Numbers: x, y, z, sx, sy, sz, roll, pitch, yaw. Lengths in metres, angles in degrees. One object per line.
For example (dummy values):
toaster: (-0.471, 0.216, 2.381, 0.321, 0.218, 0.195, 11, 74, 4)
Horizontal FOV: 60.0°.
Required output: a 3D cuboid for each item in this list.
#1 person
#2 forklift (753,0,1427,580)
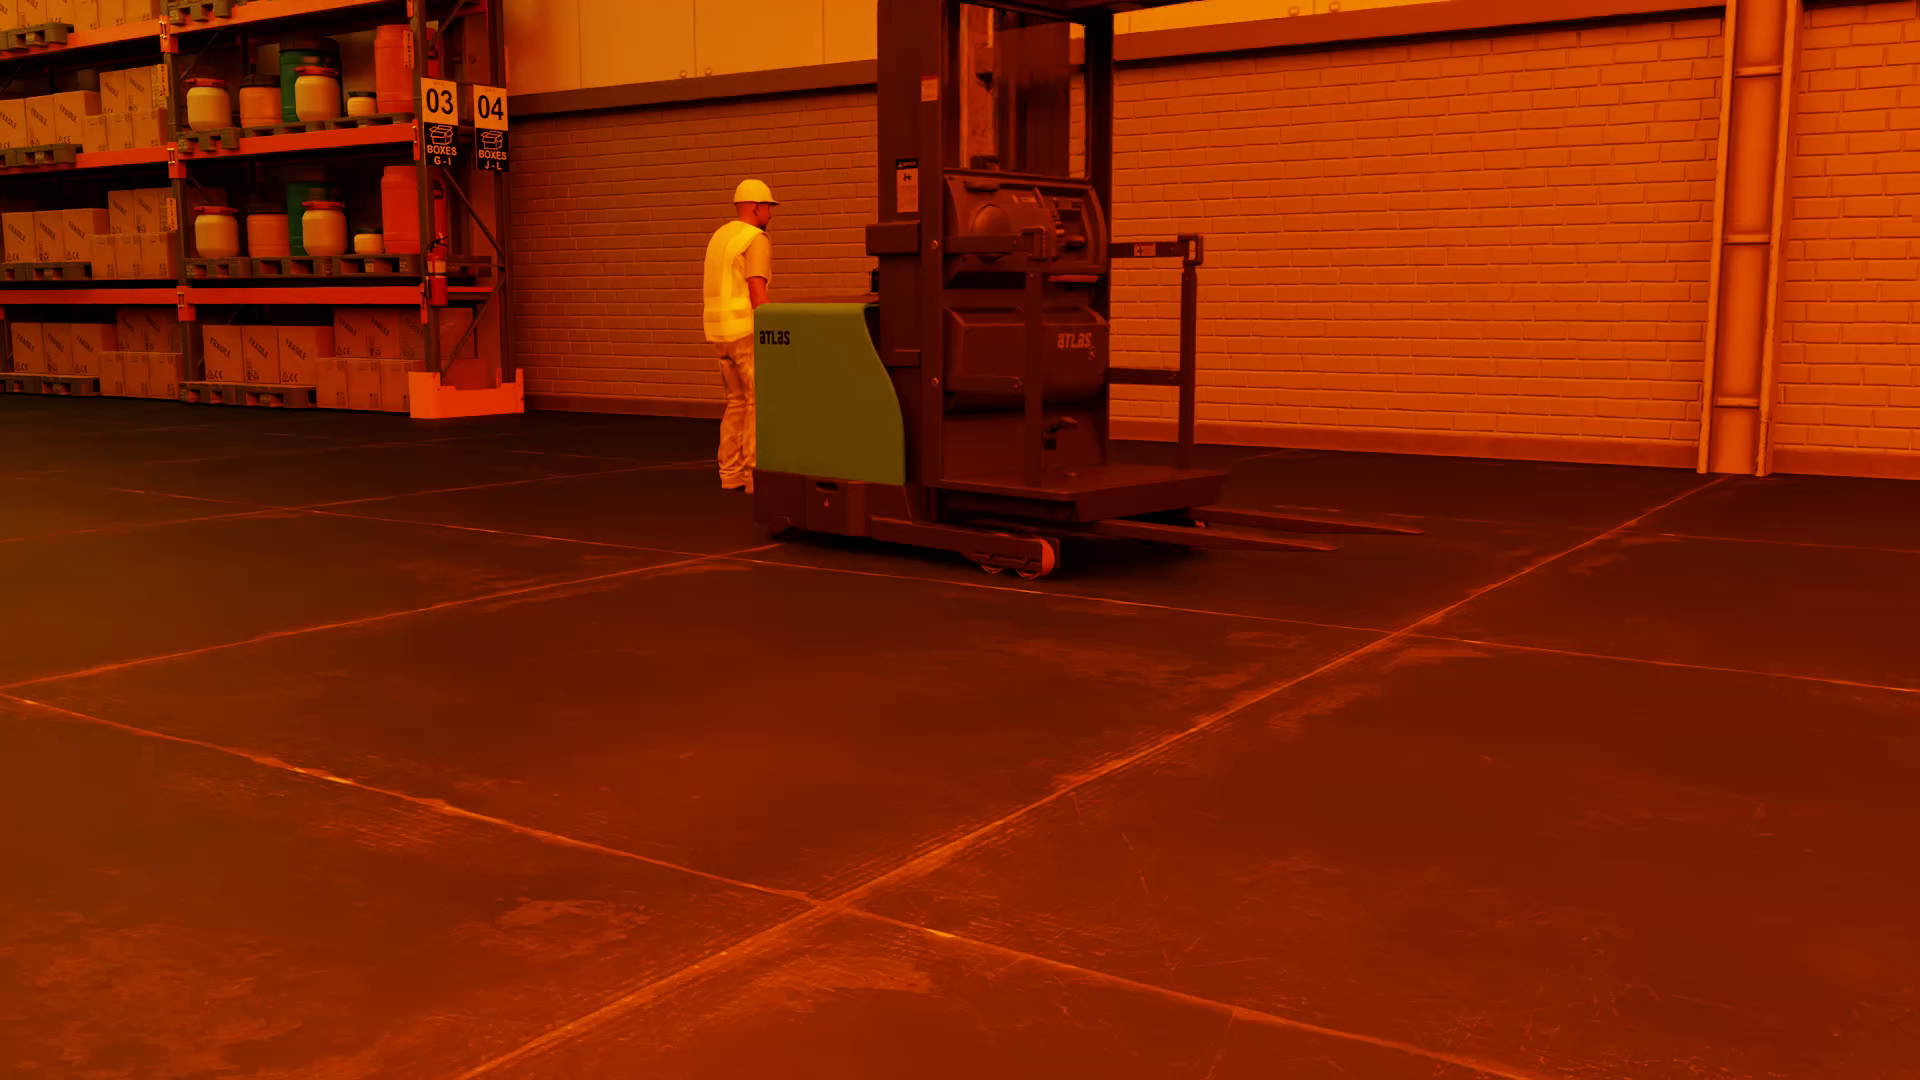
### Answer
person: (-1.220, -1.169, 9.540, 0.453, 1.772, 0.618, -5, 10, -33)
forklift: (0.442, -1.378, 6.881, 3.031, 2.935, 1.130, 8, 11, 44)
